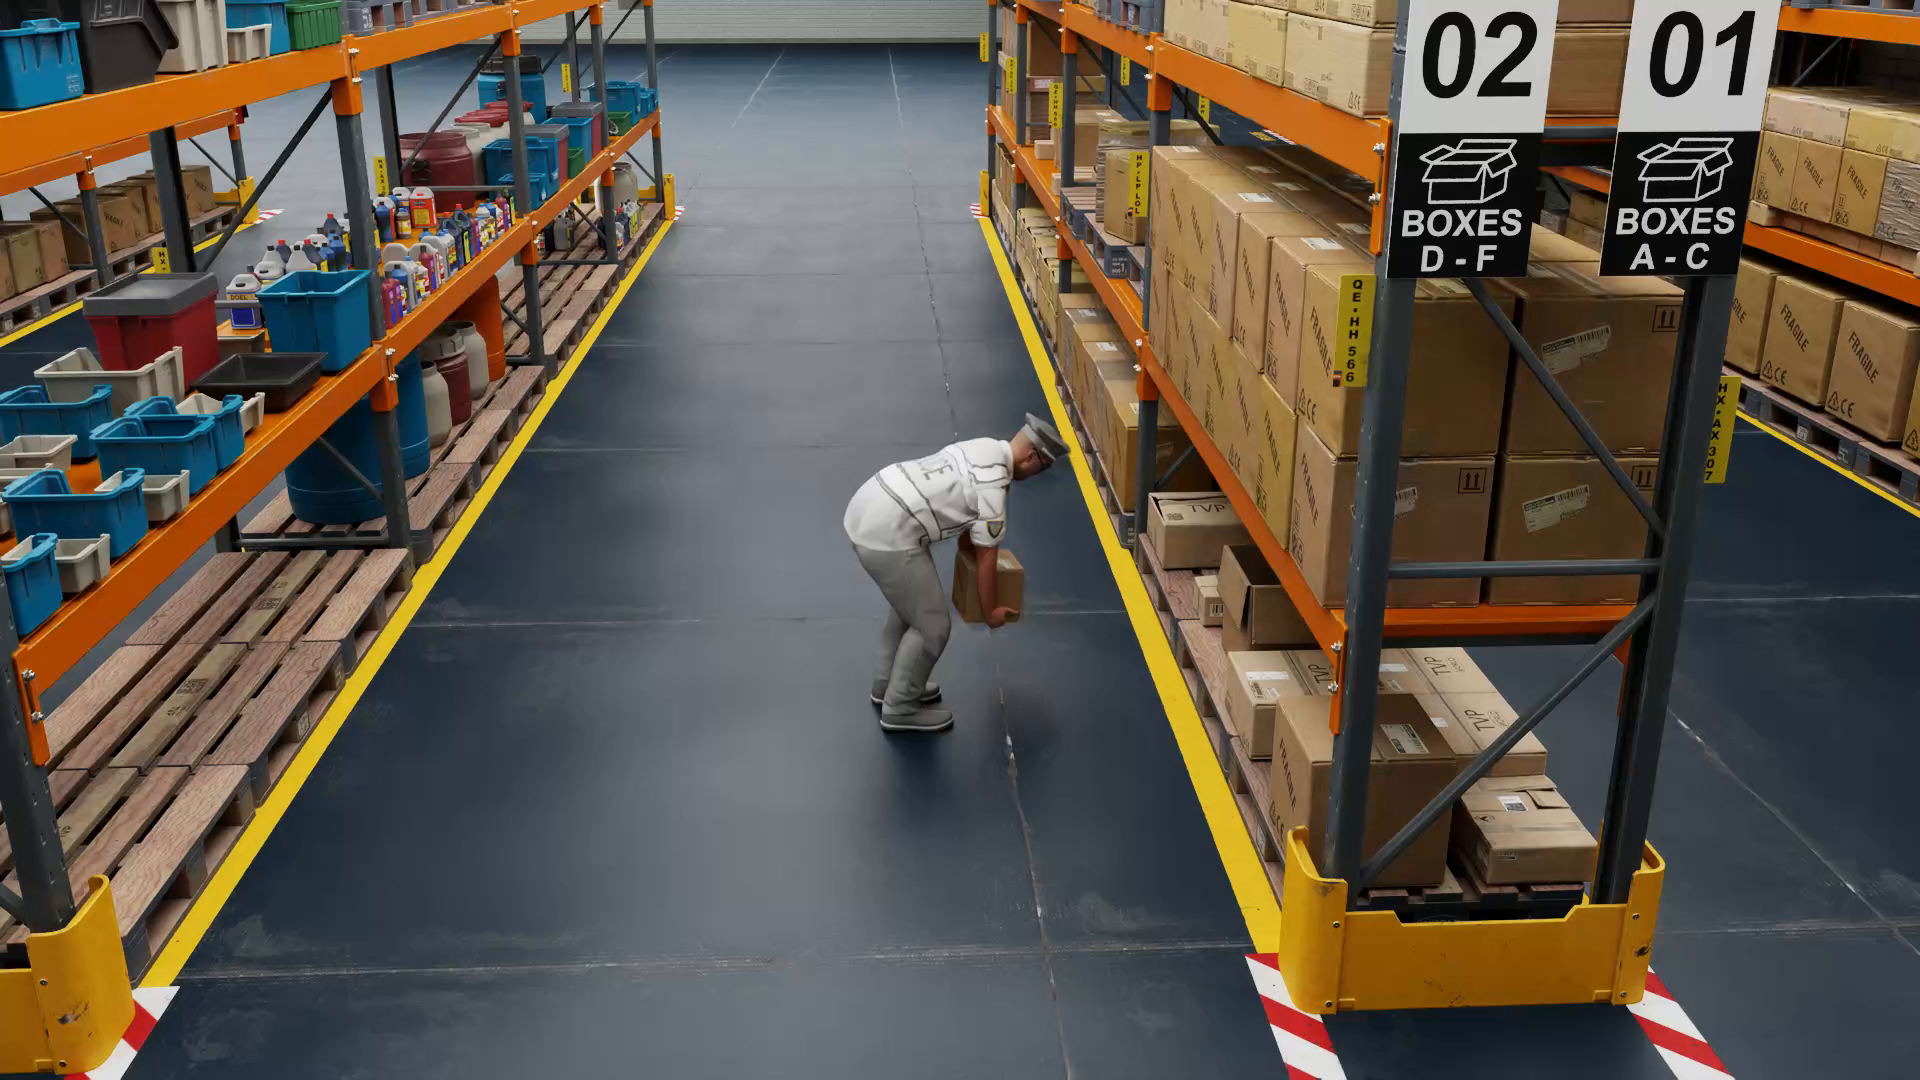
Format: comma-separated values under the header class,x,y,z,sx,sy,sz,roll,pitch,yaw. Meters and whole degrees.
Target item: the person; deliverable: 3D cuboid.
class,x,y,z,sx,sy,sz,roll,pitch,yaw
person,-0.002,0.130,7.304,0.995,1.351,0.478,-5,21,-14
